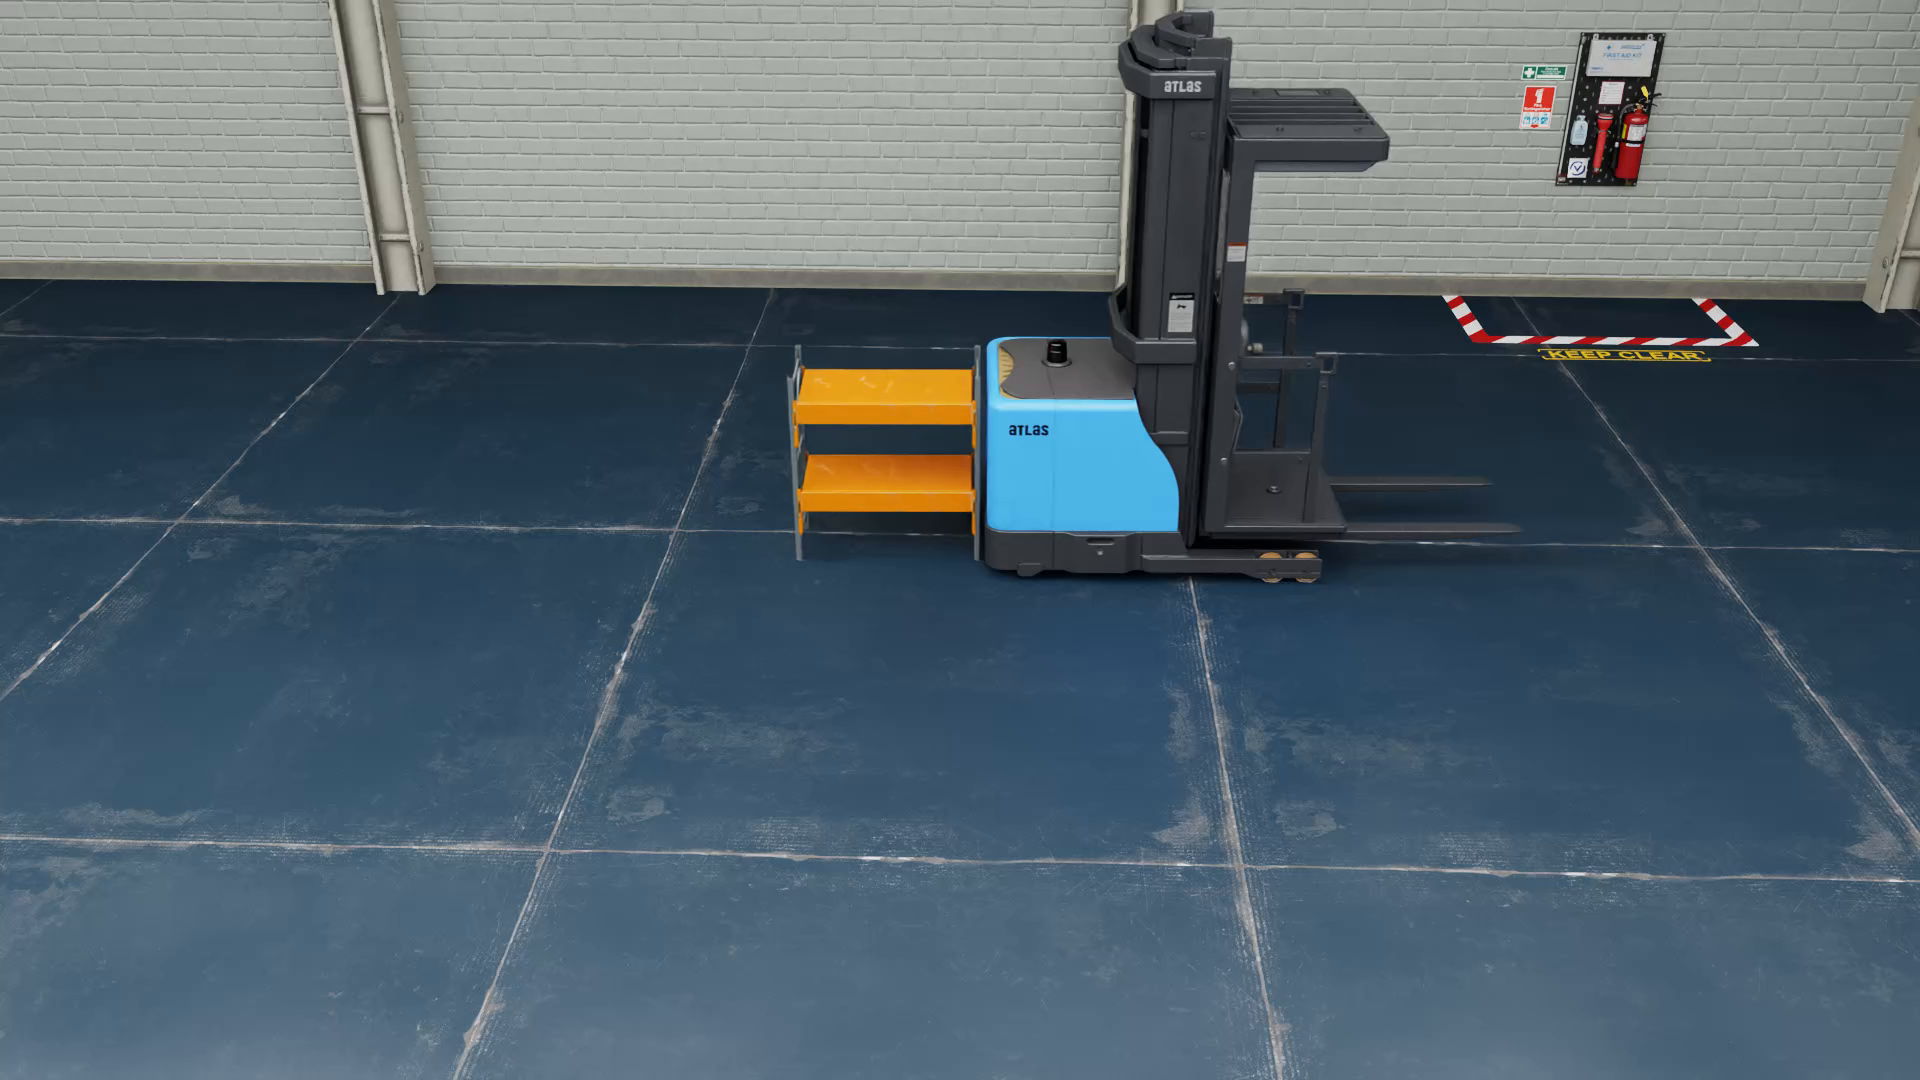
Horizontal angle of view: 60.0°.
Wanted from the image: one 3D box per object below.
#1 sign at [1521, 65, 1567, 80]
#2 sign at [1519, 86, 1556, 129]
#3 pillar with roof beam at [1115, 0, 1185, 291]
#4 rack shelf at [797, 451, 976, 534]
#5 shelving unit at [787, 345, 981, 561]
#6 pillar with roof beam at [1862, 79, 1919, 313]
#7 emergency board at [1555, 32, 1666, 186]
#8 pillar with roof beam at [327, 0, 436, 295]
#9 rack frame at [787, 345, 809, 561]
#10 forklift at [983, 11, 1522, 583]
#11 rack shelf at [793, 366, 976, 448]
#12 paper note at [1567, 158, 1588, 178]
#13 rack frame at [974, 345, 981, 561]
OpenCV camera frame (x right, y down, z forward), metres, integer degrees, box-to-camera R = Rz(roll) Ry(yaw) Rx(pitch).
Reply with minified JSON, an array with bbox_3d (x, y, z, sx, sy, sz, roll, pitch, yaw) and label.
[{"bbox_3d":[4.444,-3.555,12.650,0.331,0.109,0.001,1,28,2],"label":"sign"},{"bbox_3d":[4.440,-3.325,12.782,0.234,0.329,0.001,1,28,2],"label":"sign"},{"bbox_3d":[1.309,-3.928,7.552,0.400,9.000,9.100,1,28,2],"label":"pillar with roof beam"},{"bbox_3d":[-0.411,-0.277,9.593,1.000,0.278,0.538,0,28,0],"label":"rack shelf"},{"bbox_3d":[-0.411,-0.493,9.479,1.048,1.125,0.538,0,28,0],"label":"shelving unit"},{"bbox_3d":[7.305,-3.829,7.365,0.400,9.000,9.100,1,28,2],"label":"pillar with roof beam"},{"bbox_3d":[4.989,-3.252,12.682,0.643,1.169,0.194,1,28,2],"label":"emergency board"},{"bbox_3d":[-4.687,-4.027,7.739,0.400,9.000,9.100,1,28,2],"label":"pillar with roof beam"},{"bbox_3d":[-0.919,-0.494,9.481,0.032,1.125,0.500,0,28,0],"label":"rack frame"},{"bbox_3d":[1.655,-1.306,9.085,3.031,2.935,1.130,0,28,0],"label":"forklift"},{"bbox_3d":[-0.411,-0.752,9.342,1.000,0.278,0.538,0,28,0],"label":"rack shelf"},{"bbox_3d":[4.814,-2.898,12.955,0.142,0.148,0.016,1,28,2],"label":"paper note"},{"bbox_3d":[0.097,-0.492,9.477,0.032,1.125,0.500,0,28,0],"label":"rack frame"}]
